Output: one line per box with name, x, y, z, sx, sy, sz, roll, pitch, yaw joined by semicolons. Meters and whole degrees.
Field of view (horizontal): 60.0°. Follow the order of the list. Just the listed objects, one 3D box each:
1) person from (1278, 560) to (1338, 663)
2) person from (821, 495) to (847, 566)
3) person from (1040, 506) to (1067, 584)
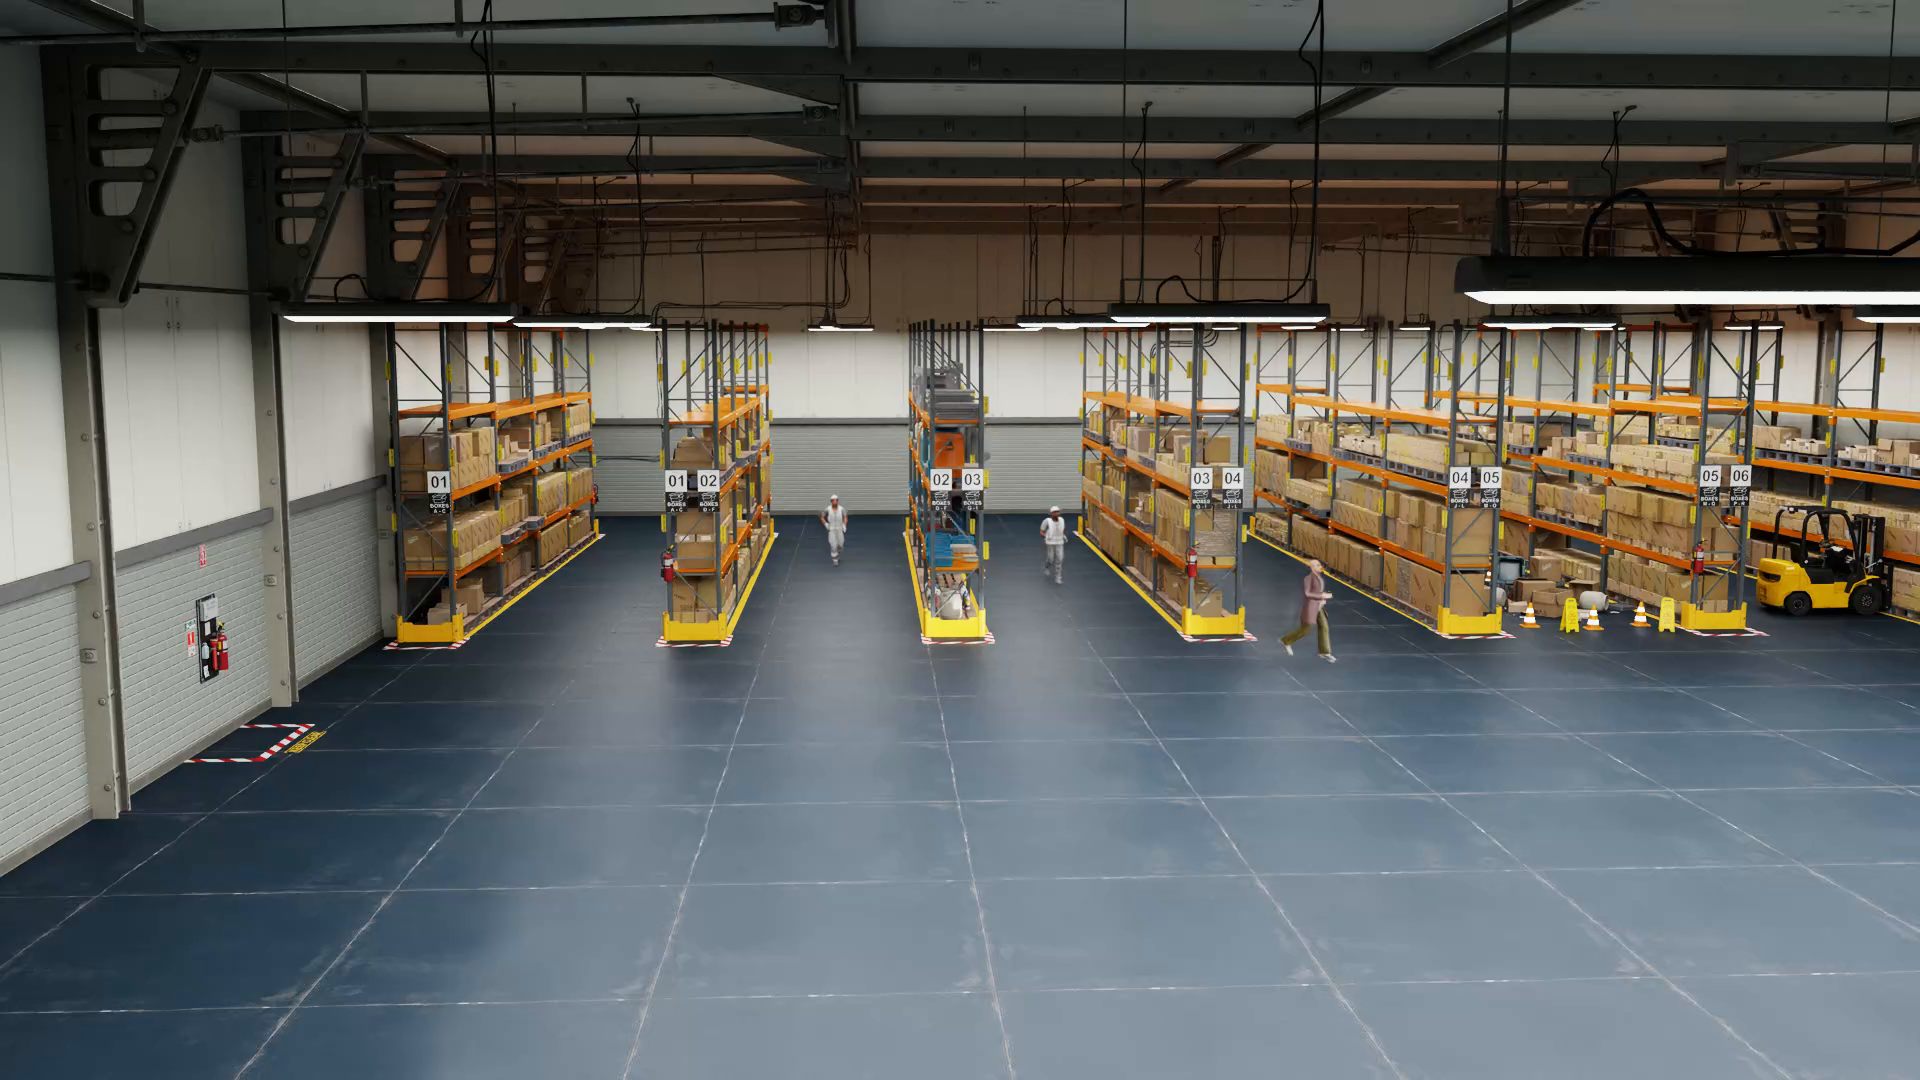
person;6.164;1.228;29.284;1.060;1.800;0.719;5;9;38
person;-3.126;-0.244;41.310;0.663;1.746;0.594;-1;7;-11
person;2.178;0.099;38.461;0.679;1.774;0.951;-2;7;-14
